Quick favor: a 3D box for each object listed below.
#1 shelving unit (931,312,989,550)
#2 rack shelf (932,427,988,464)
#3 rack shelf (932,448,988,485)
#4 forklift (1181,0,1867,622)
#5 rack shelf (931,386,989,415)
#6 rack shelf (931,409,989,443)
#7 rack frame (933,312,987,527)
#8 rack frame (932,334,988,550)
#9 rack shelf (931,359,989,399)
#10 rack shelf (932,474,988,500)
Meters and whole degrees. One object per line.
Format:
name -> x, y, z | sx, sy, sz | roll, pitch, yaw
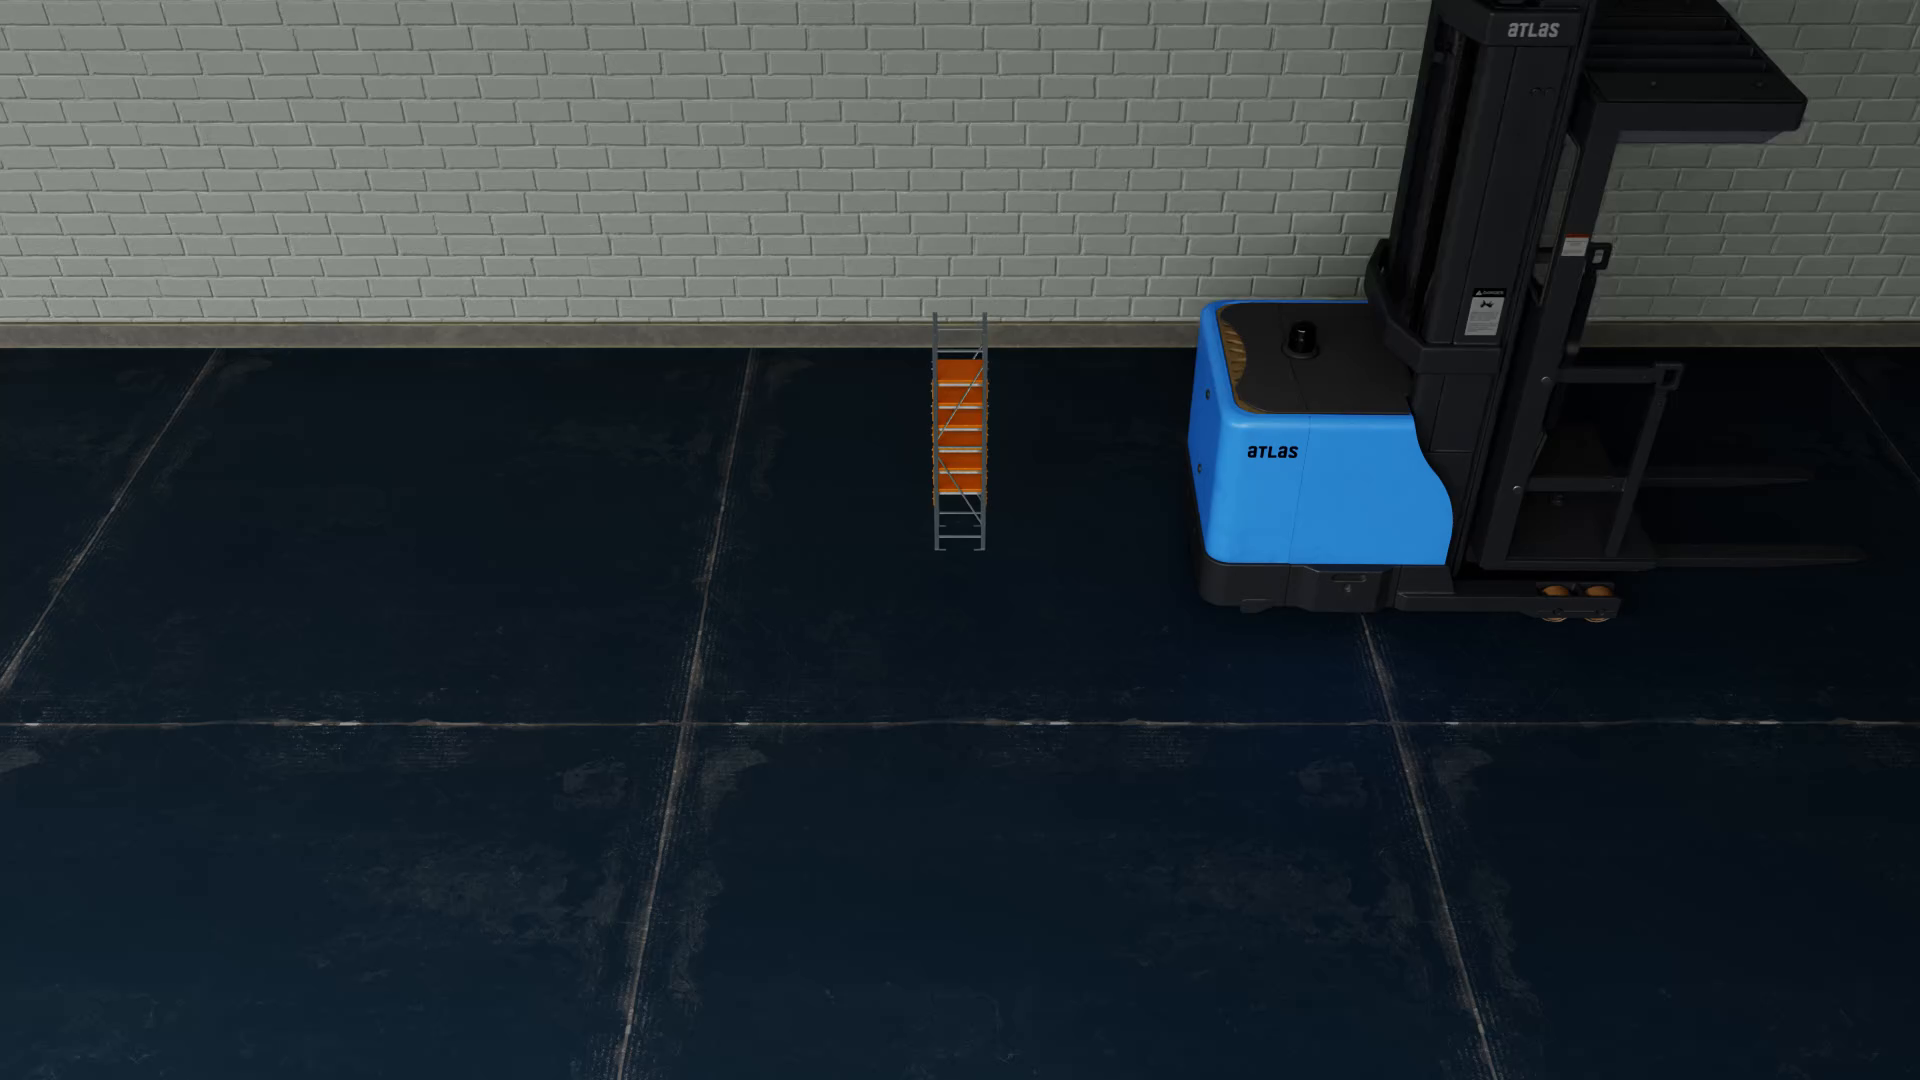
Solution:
shelving unit -> 0.000, -0.477, 7.632 | 0.258, 1.200, 0.189 | 0, 39, 0
rack shelf -> 0.000, -0.443, 7.659 | 0.258, 0.103, 0.180 | 0, 39, 0
rack shelf -> 0.000, -0.349, 7.734 | 0.258, 0.103, 0.180 | 0, 39, 0
forklift -> 2.605, -1.108, 7.034 | 3.031, 2.935, 1.130 | 0, 39, 0
rack shelf -> 0.000, -0.630, 7.509 | 0.258, 0.103, 0.180 | 0, 39, 0
rack shelf -> 0.000, -0.536, 7.584 | 0.258, 0.103, 0.180 | 0, 39, 0
rack frame -> 0.000, -0.534, 7.703 | 0.240, 1.200, 0.006 | 0, 39, 0
rack frame -> 0.000, -0.420, 7.560 | 0.240, 1.200, 0.006 | 0, 39, 0
rack shelf -> 0.000, -0.724, 7.434 | 0.258, 0.103, 0.180 | 0, 39, 0
rack shelf -> 0.000, -0.255, 7.809 | 0.258, 0.103, 0.180 | 0, 39, 0
